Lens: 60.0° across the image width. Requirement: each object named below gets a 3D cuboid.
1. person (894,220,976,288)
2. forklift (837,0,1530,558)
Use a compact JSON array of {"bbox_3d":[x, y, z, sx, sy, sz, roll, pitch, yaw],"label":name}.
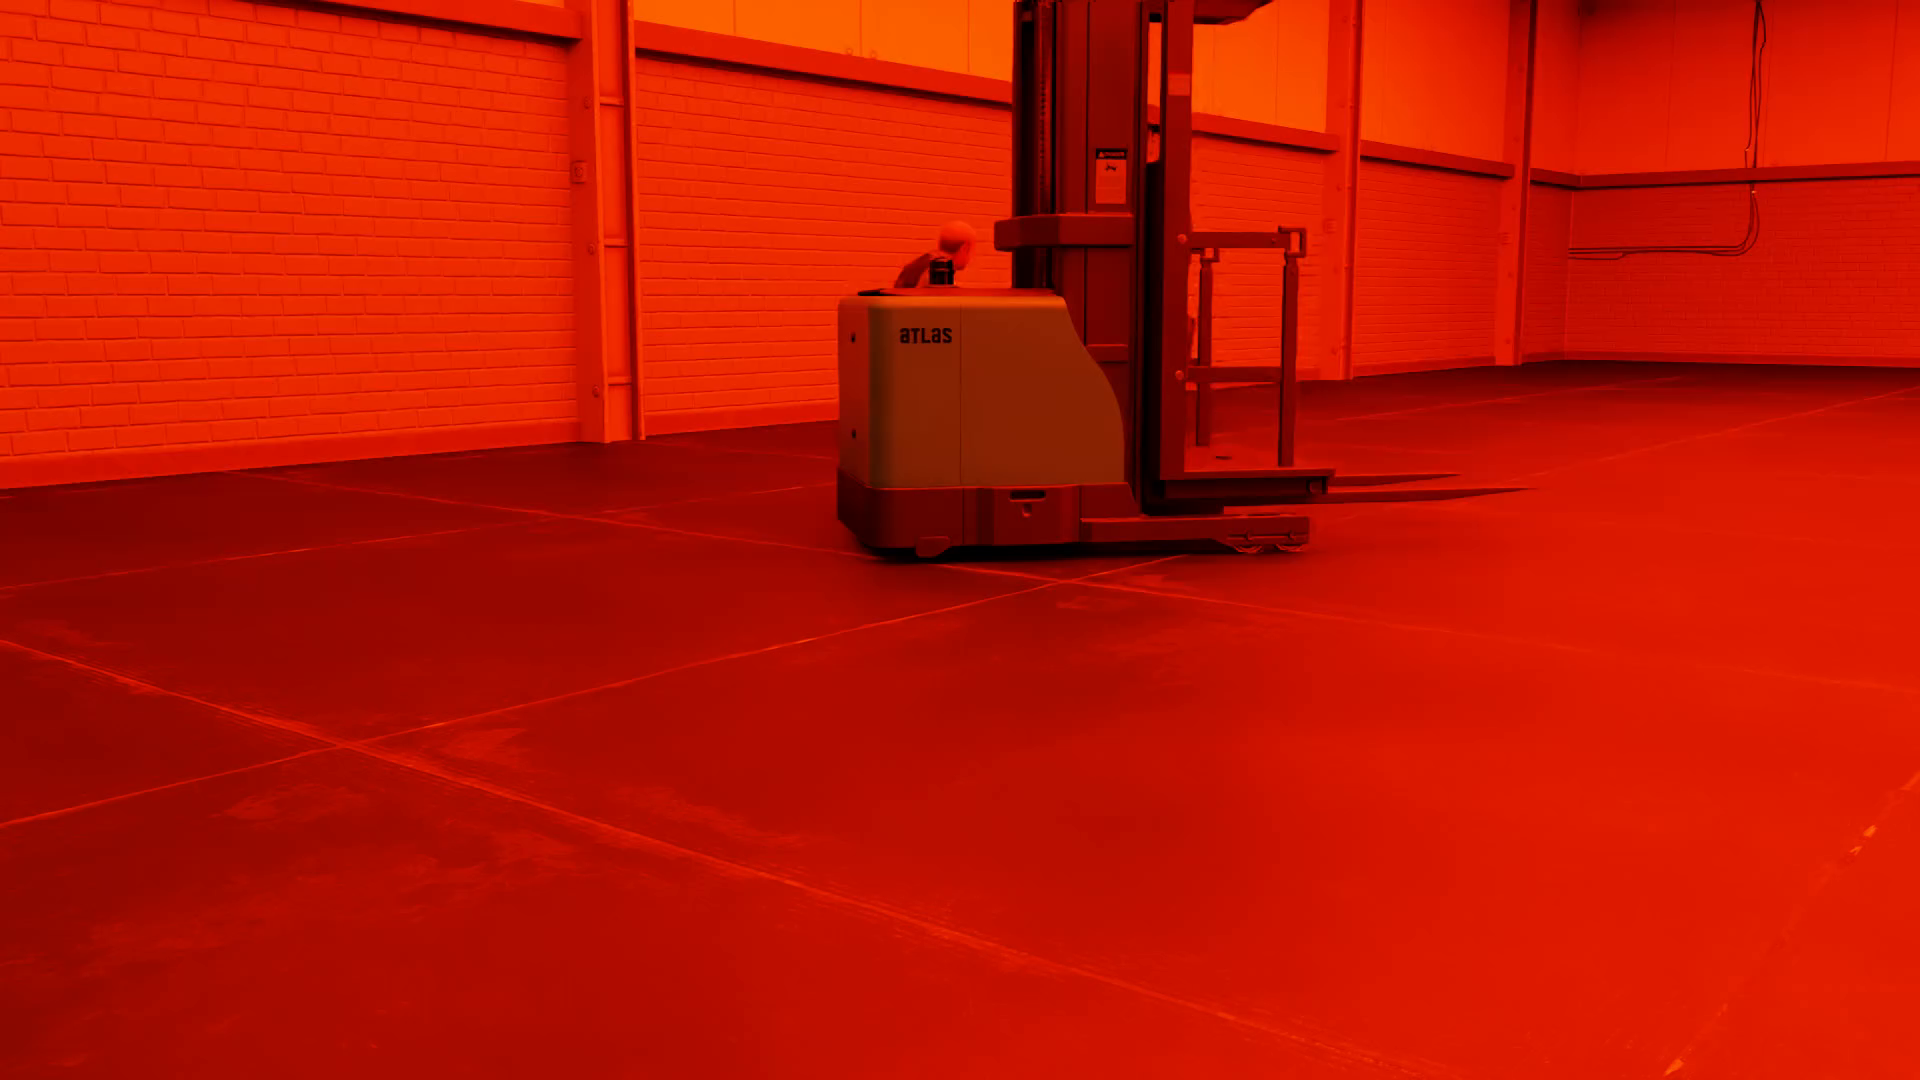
[{"bbox_3d":[-0.023,-0.875,8.380,0.785,1.455,1.523,-2,9,-14],"label":"person"},{"bbox_3d":[1.011,-1.464,7.286,3.031,2.935,1.130,-2,9,-12],"label":"forklift"}]
